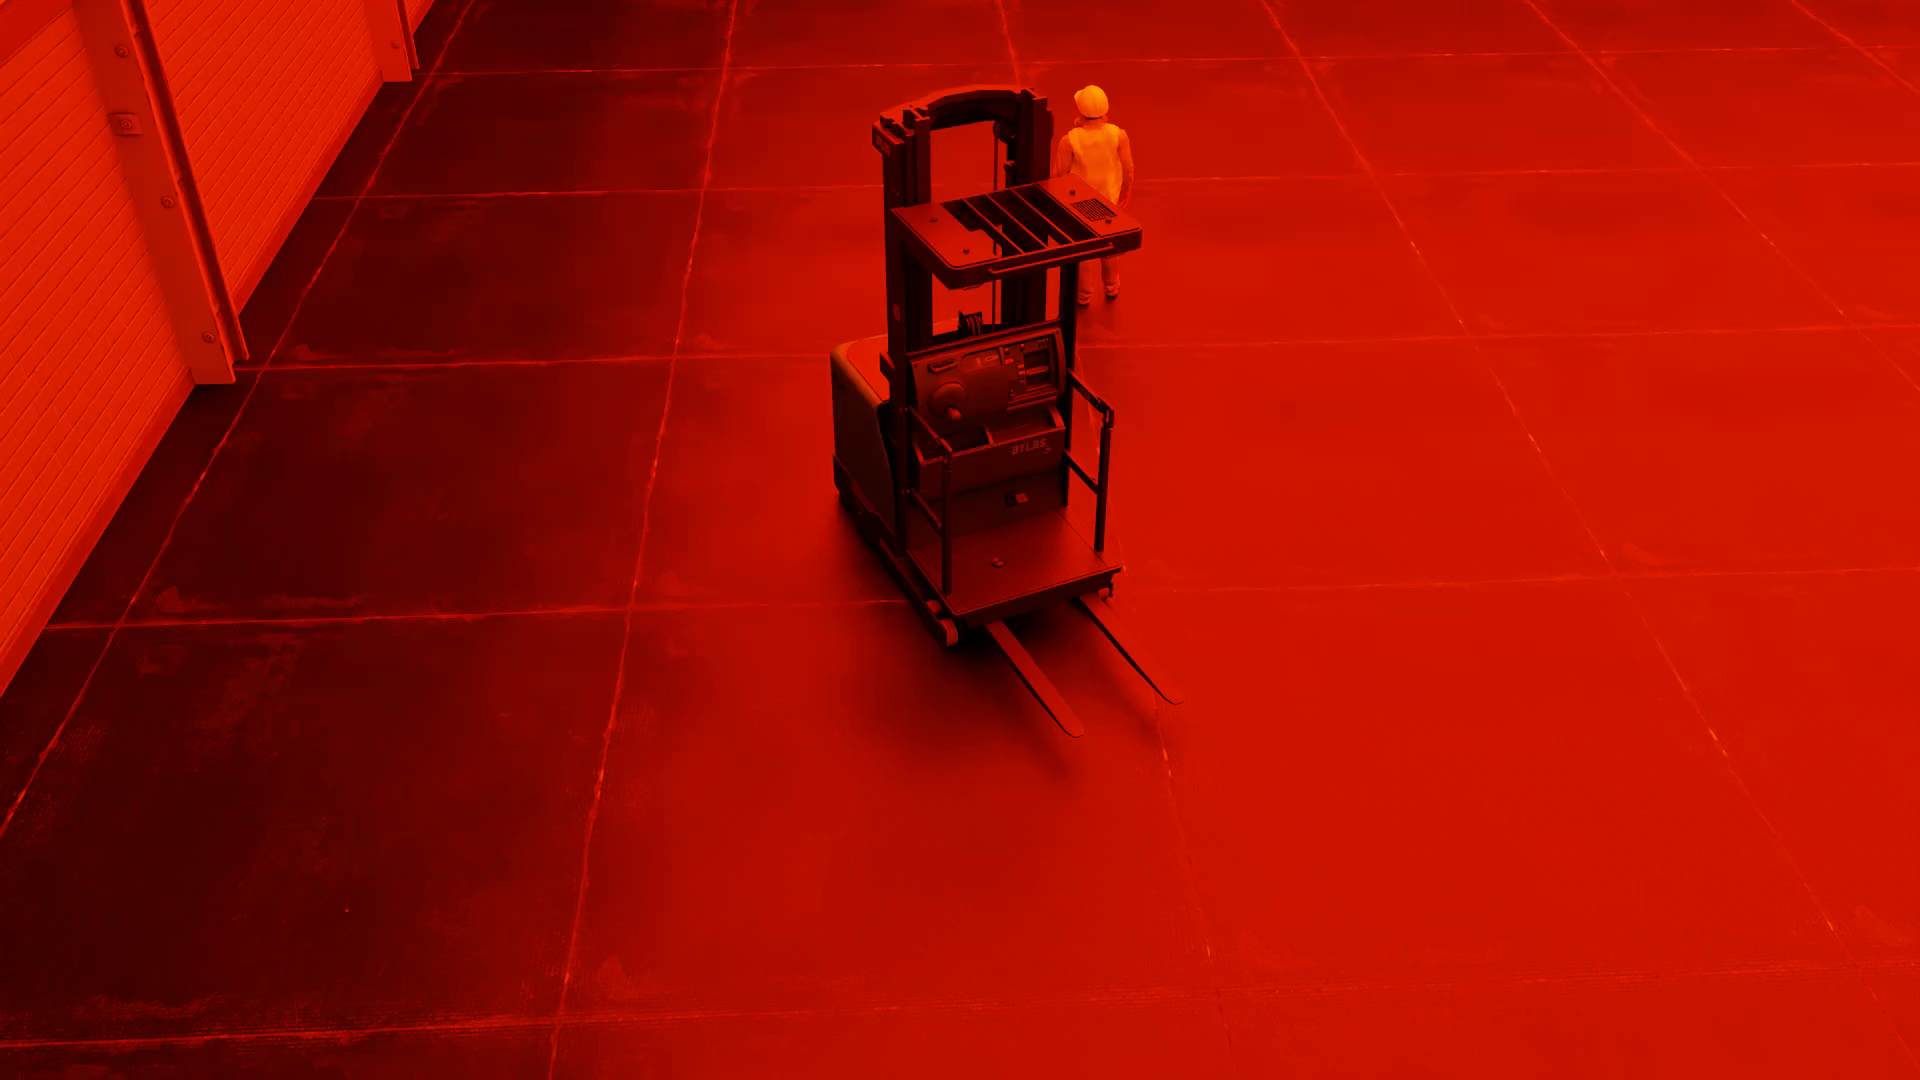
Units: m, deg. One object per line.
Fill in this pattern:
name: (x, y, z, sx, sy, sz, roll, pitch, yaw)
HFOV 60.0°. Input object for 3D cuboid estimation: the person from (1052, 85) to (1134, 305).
person: (0.986, -2.627, 12.588, 0.634, 1.775, 0.566, -4, 36, -5)

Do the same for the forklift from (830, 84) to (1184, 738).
forklift: (0.258, -0.860, 9.192, 1.130, 2.935, 3.031, -15, 39, -20)
